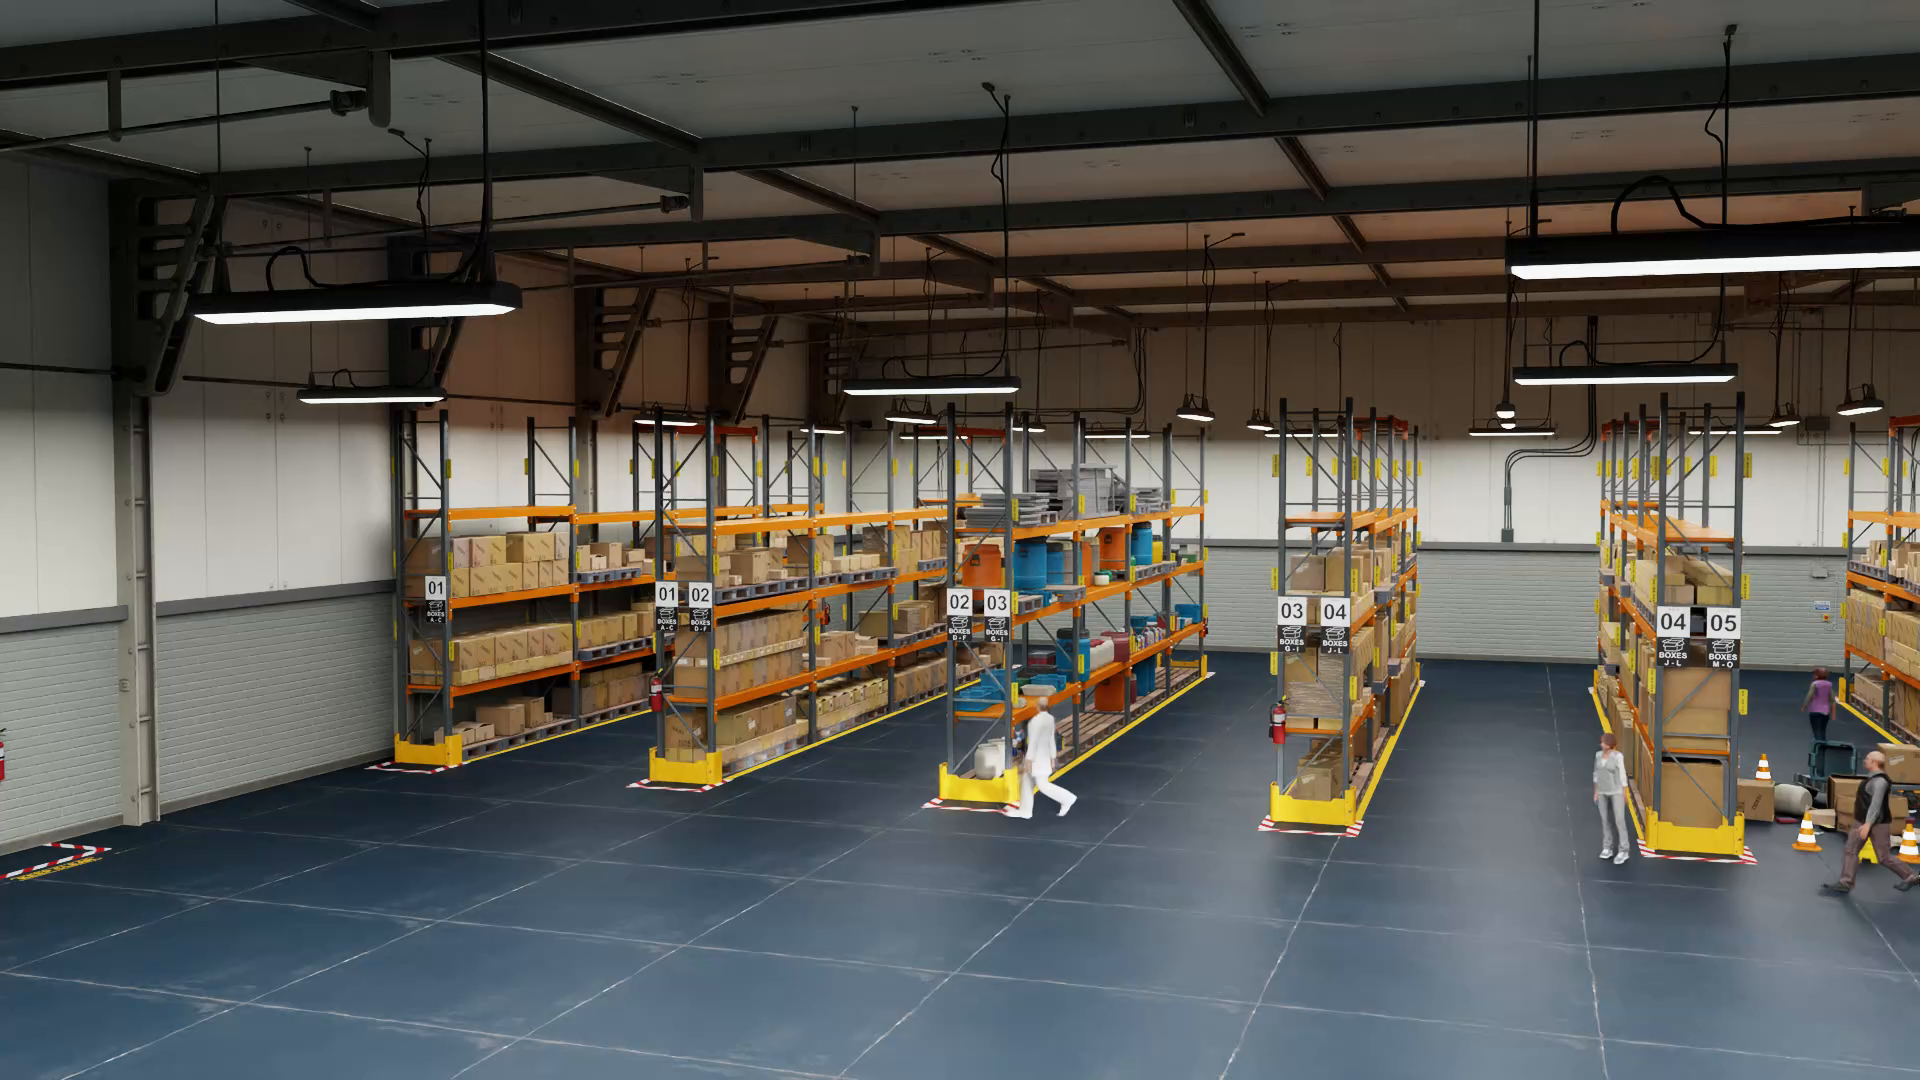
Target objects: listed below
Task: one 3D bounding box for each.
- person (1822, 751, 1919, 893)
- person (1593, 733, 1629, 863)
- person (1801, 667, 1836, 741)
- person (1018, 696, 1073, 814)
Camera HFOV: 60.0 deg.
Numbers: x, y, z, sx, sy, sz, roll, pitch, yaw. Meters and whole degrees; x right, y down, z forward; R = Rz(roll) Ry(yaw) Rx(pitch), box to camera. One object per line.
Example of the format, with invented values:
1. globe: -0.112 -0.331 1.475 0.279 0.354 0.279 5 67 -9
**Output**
1. person: 10.721 3.323 19.493 0.981 1.696 0.503 0 2 -3
2. person: 8.340 3.285 21.335 0.392 1.612 0.506 -2 3 -40
3. person: 14.697 2.980 28.415 0.503 1.625 0.651 0 2 8
4. person: 1.214 3.072 23.739 0.739 1.691 0.531 -1 3 -13
